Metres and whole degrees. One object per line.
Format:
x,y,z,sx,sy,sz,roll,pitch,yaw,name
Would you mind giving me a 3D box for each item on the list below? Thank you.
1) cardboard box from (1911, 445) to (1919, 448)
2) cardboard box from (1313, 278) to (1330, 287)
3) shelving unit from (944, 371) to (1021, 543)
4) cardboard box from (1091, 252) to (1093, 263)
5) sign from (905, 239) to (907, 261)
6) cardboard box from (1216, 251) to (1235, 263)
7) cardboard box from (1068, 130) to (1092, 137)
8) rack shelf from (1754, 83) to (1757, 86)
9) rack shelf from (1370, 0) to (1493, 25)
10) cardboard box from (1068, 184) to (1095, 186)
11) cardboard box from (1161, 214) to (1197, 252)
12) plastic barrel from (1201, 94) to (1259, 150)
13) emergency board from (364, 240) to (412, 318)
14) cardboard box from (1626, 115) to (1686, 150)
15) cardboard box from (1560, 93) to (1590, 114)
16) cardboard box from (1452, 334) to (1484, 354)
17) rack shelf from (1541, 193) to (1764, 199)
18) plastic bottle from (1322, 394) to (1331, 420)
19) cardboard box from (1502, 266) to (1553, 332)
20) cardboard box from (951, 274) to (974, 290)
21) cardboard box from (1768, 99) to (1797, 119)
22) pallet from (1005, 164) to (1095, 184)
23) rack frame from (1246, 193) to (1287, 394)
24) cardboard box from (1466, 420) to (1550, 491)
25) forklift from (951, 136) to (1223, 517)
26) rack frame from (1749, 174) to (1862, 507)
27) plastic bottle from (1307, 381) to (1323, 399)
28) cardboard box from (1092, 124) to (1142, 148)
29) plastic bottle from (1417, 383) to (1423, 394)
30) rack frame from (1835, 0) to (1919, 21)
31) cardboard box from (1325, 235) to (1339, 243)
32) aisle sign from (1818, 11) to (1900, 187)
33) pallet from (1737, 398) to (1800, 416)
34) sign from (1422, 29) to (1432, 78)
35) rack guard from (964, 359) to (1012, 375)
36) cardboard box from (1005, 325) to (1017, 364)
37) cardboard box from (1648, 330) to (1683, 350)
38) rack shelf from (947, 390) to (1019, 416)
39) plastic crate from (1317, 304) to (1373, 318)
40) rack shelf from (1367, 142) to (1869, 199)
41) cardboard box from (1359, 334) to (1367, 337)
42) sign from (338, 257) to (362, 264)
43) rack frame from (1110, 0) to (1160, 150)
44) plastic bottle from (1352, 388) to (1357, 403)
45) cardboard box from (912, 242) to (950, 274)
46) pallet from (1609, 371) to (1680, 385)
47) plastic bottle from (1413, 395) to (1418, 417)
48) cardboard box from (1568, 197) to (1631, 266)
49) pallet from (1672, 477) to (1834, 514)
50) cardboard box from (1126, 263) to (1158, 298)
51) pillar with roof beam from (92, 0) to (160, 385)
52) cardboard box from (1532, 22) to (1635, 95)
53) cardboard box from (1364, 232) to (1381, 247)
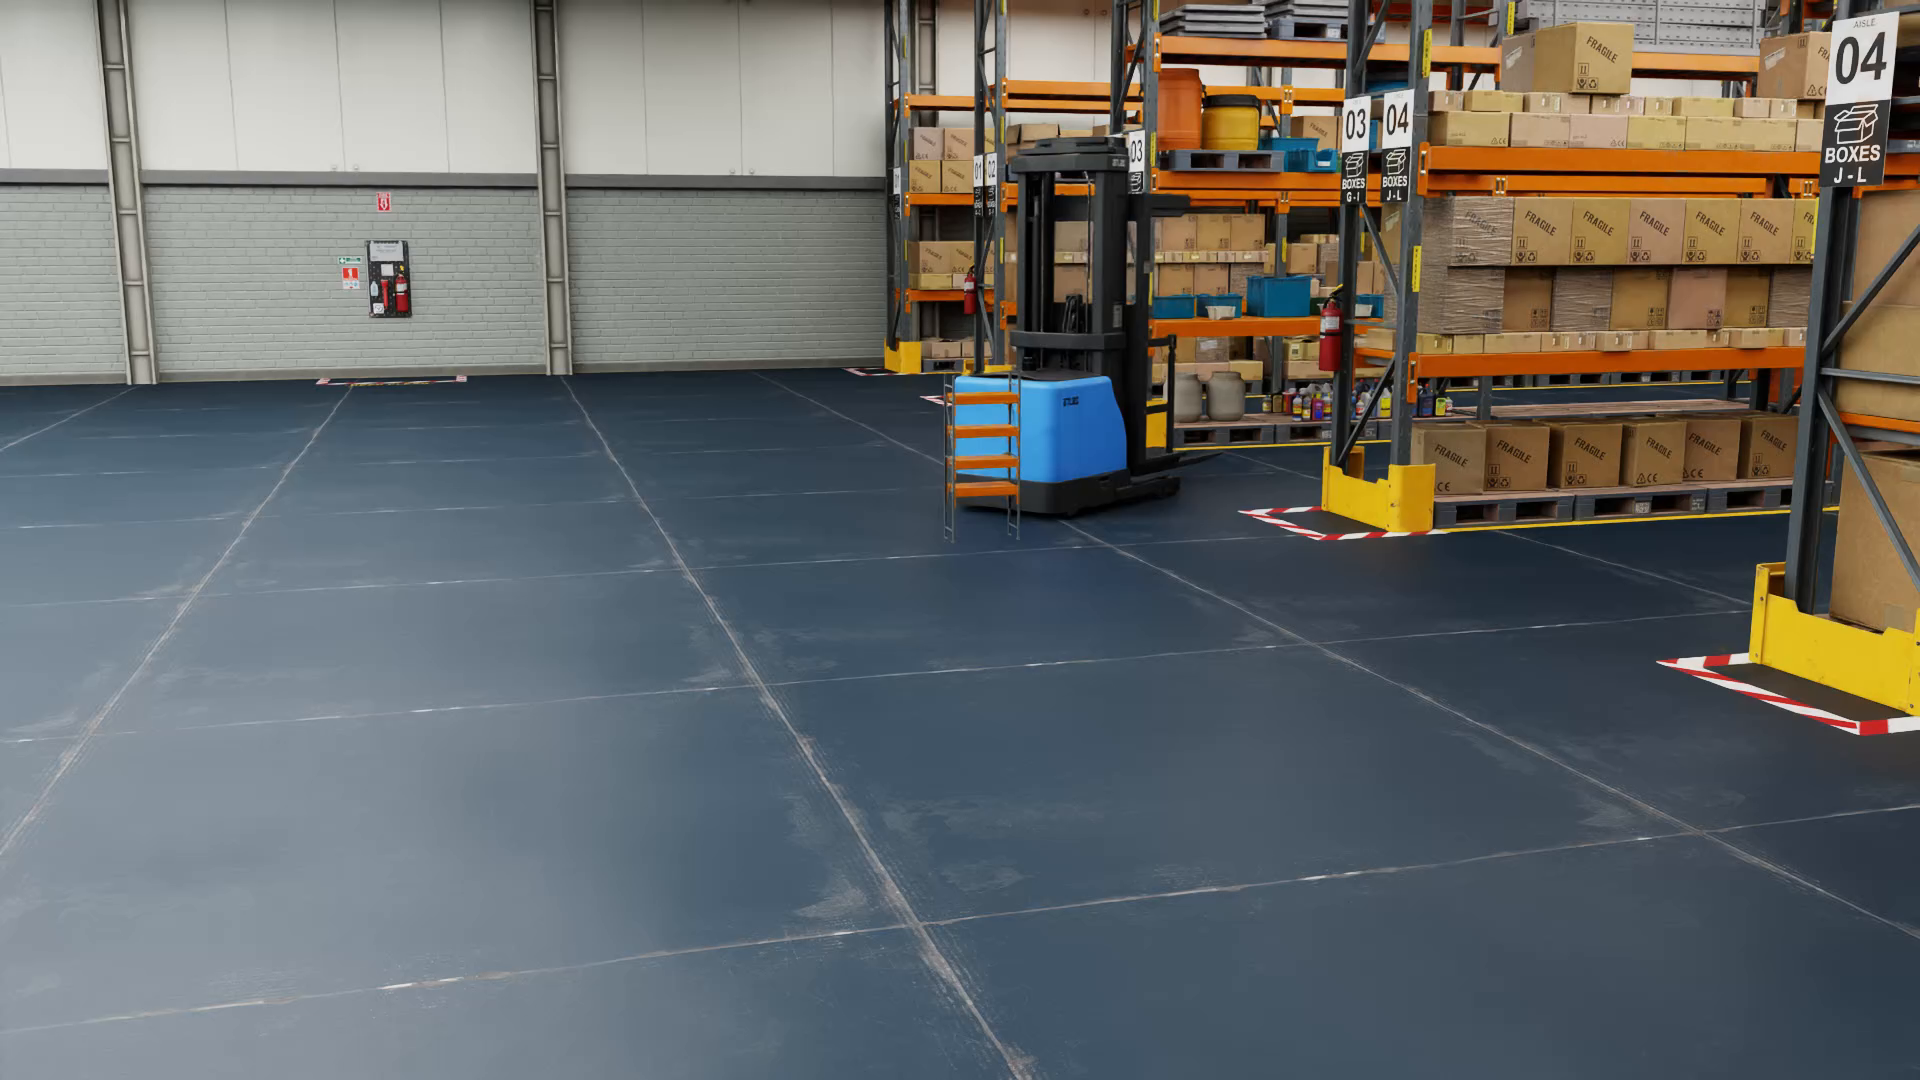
8.050,-0.870,14.175,0.500,0.500,0.700,-3,11,-16,cardboard box
5.019,-3.567,23.509,0.258,0.266,0.396,-3,11,-17,cardboard box
0.159,-0.598,11.983,0.503,1.200,0.258,-3,11,-16,shelving unit
1.813,-3.757,22.104,0.250,0.149,0.380,-3,11,-18,cardboard box
-0.851,-4.547,26.068,0.005,0.325,0.100,-3,11,-16,sign
3.536,-3.848,22.596,0.250,0.149,0.380,-3,11,-18,cardboard box
1.906,-6.341,26.830,0.500,0.500,0.500,-2,11,-13,cardboard box
11.368,-5.399,19.611,4.000,0.370,1.077,-3,11,-16,rack shelf
8.598,-8.952,28.629,4.000,0.370,1.077,-3,11,-16,rack shelf
1.933,-5.860,26.977,0.500,0.500,0.500,-4,11,-21,cardboard box
2.836,-4.169,22.550,0.500,0.500,0.700,-3,11,-16,cardboard box
2.825,-4.347,17.411,0.600,0.588,0.600,0,10,0,plastic barrel
-8.717,-3.979,25.376,0.643,1.169,0.194,-3,11,-16,emergency board
5.154,-3.092,12.685,0.500,0.250,0.500,-3,11,-14,cardboard box
4.479,-3.247,12.426,0.250,0.149,0.380,-3,11,-16,cardboard box
3.736,-1.491,12.553,0.250,0.149,0.380,-3,11,-16,cardboard box
9.987,-4.982,24.525,4.000,0.370,1.077,-3,11,-16,rack shelf
3.923,-1.423,17.809,0.097,0.271,0.097,0,10,0,plastic bottle
4.133,-1.897,12.967,0.500,0.500,0.875,-3,11,-16,cardboard box
0.049,-4.150,26.661,0.500,0.250,0.500,-3,11,-18,cardboard box
6.261,-3.340,12.932,0.250,0.149,0.380,-4,11,-19,cardboard box
1.071,-4.817,21.889,1.213,0.211,1.003,-3,11,-16,pallet
4.226,-3.557,23.082,0.127,3.000,1.000,-3,11,-16,rack frame
4.319,-0.674,13.168,0.500,0.500,0.500,0,10,-1,cardboard box
1.218,-1.839,13.939,1.130,2.935,3.031,8,13,36,forklift
6.991,-1.834,13.726,0.127,3.000,1.000,-3,11,-16,rack frame
3.948,-1.600,18.554,0.185,0.351,0.144,-3,11,-14,plastic bottle
2.056,-5.191,21.849,0.500,0.500,0.500,-3,11,-16,cardboard box
5.029,-1.551,18.290,0.185,0.351,0.144,-3,11,-16,plastic bottle
4.440,-3.715,7.372,0.127,3.000,1.000,-3,11,-16,rack frame
6.355,-5.182,28.627,0.250,0.149,0.380,-5,11,-23,cardboard box
4.288,-2.092,7.944,0.004,0.787,0.394,-3,11,-16,aisle sign
10.193,-1.574,20.011,1.213,0.211,1.003,-3,11,-16,pallet
3.302,-3.443,11.764,0.005,0.325,0.100,-3,11,-16,sign
0.362,-2.124,22.202,0.348,0.500,1.175,-3,11,-16,rack guard
0.817,-2.656,22.554,0.500,0.500,0.500,-3,11,-16,cardboard box
5.422,-1.576,13.014,0.250,0.149,0.380,-3,11,-16,cardboard box
0.159,-0.985,11.912,0.480,0.148,0.258,-3,11,-16,rack shelf
4.118,-2.440,17.742,0.437,0.136,0.530,-3,11,-16,plastic crate
5.071,-2.855,12.970,4.000,0.370,1.077,-3,11,-16,rack shelf
5.996,-2.834,24.043,0.500,0.311,0.500,-3,11,-17,cardboard box
-9.270,-4.246,25.263,0.331,0.109,0.001,-3,11,-16,sign
1.766,-5.443,16.761,0.127,3.000,1.000,-3,11,-16,rack frame
4.404,-1.578,18.653,0.097,0.271,0.097,0,10,0,plastic bottle
-0.461,-4.492,26.450,0.500,0.500,0.500,-3,11,-16,cardboard box
9.963,-2.480,24.935,1.213,0.211,1.003,-3,11,-16,pallet
4.885,-1.517,18.101,0.185,0.351,0.144,-4,11,-19,plastic bottle
4.716,-2.349,12.664,0.500,0.500,0.500,-3,11,-16,cardboard box
6.356,-0.423,13.761,1.213,0.211,1.003,-3,11,-16,pallet
2.323,-3.504,22.518,0.500,0.500,0.700,-3,11,-14,cardboard box
-10.891,-5.996,19.761,0.400,9.000,9.100,-3,11,-16,pillar with roof beam
4.651,-3.577,12.427,0.500,0.500,0.500,-3,11,-16,cardboard box
7.214,-5.174,28.641,0.500,0.250,0.500,-3,11,-15,cardboard box
